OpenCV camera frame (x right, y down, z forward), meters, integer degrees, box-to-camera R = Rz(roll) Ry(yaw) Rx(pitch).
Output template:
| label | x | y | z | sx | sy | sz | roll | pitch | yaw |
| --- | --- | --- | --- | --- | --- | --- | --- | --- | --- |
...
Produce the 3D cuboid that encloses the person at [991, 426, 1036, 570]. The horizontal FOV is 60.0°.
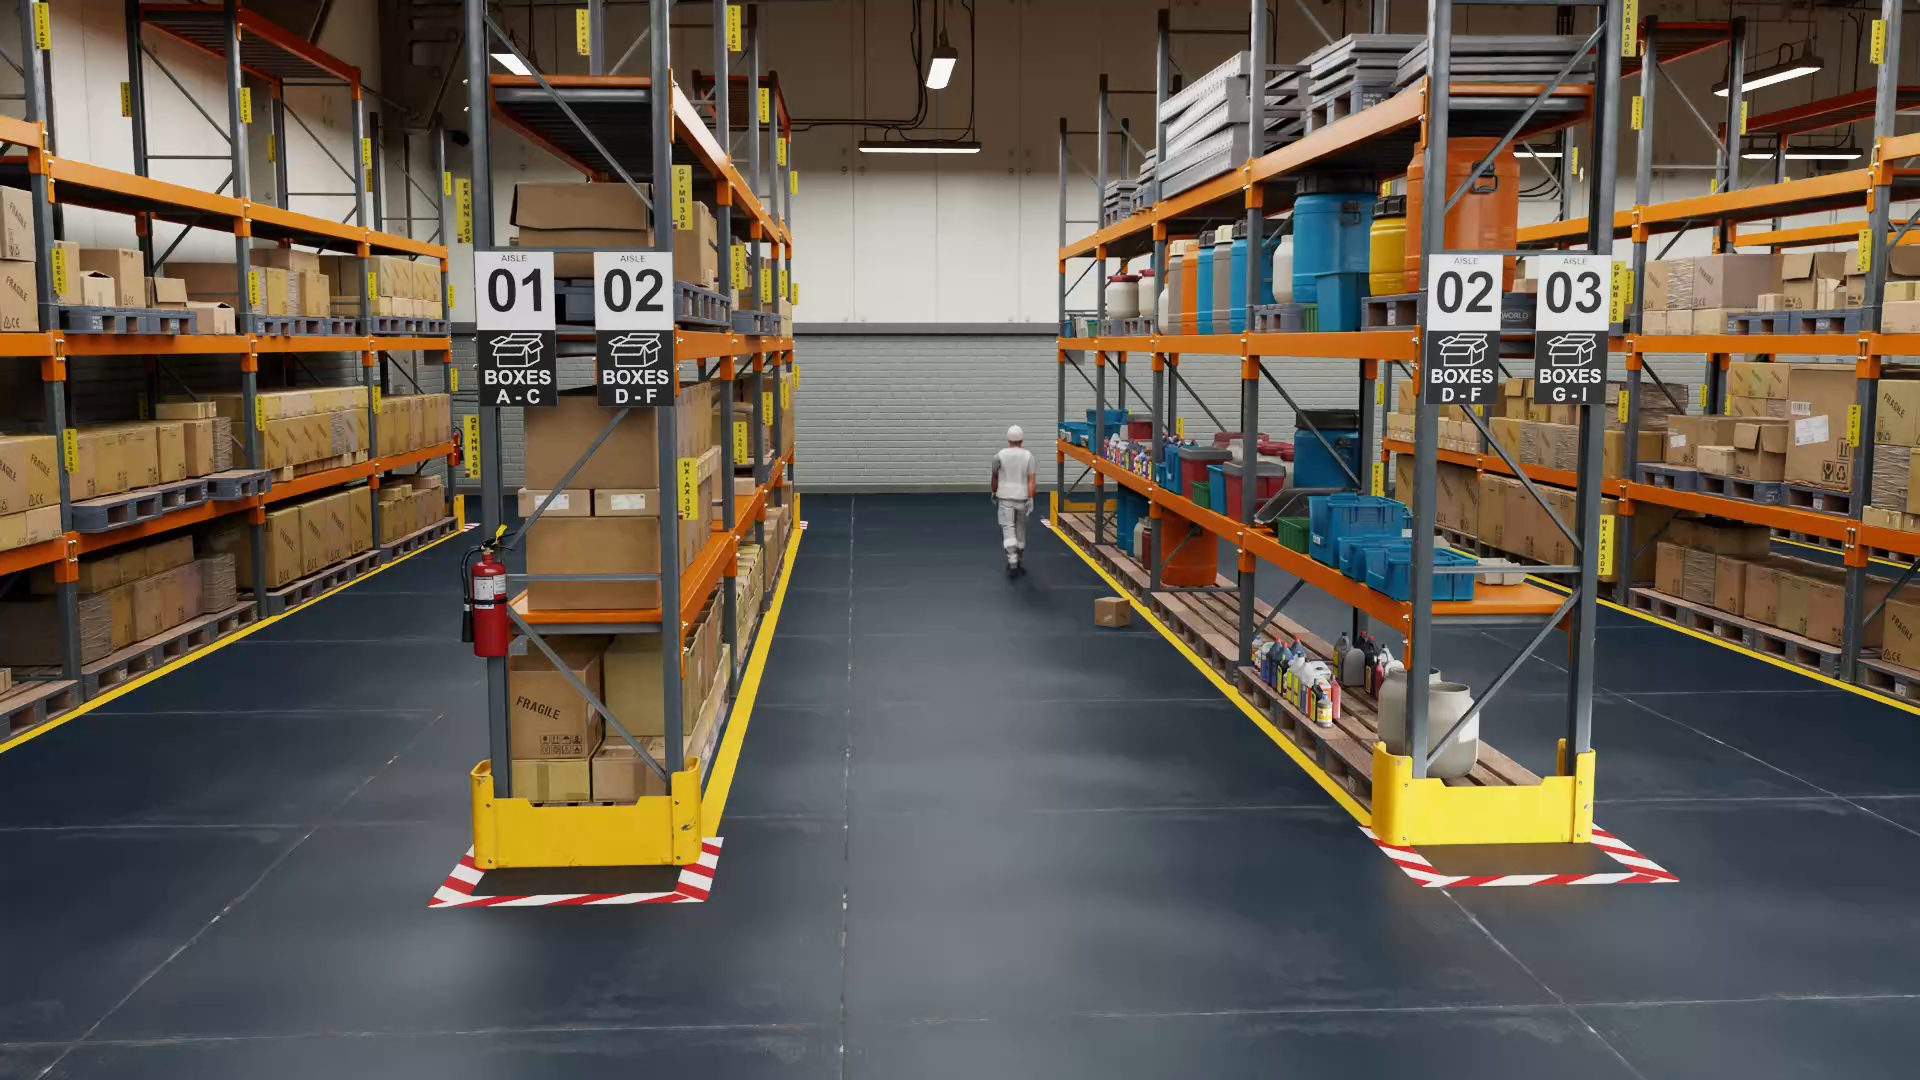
| label | x | y | z | sx | sy | sz | roll | pitch | yaw |
| --- | --- | --- | --- | --- | --- | --- | --- | --- | --- |
| person | 0.634 | -0.501 | 19.894 | 0.524 | 1.741 | 1.058 | -1 | 7 | -5 |
